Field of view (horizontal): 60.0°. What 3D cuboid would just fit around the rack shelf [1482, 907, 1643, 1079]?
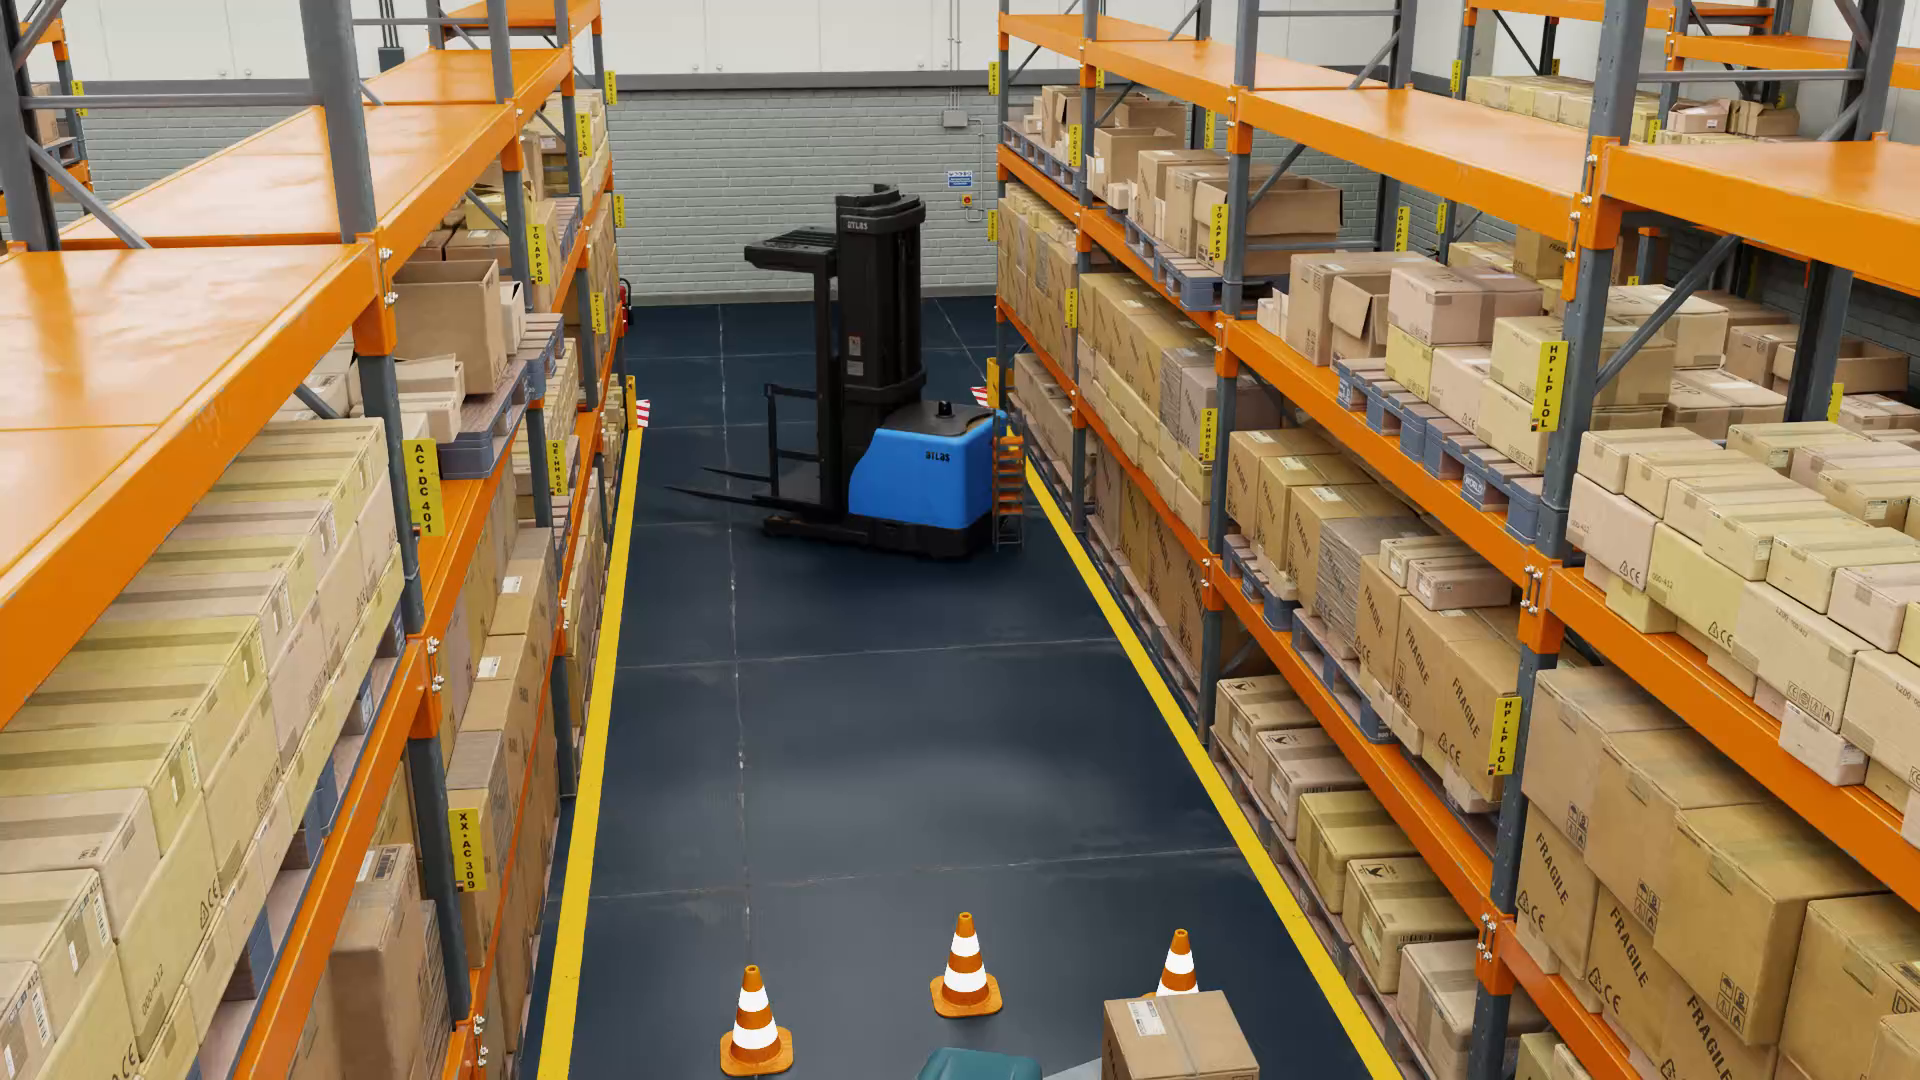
[{"bbox_3d":[2.913,2.293,4.893,1.077,0.370,4.000,-3,21,-8],"label":"rack shelf"}]

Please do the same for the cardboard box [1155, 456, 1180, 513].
[{"bbox_3d":[1.629,-0.390,11.261,0.500,0.250,0.500,-3,21,-7],"label":"cardboard box"}]

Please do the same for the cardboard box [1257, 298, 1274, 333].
[{"bbox_3d":[1.926,-1.292,9.534,0.380,0.149,0.250,-3,21,-8],"label":"cardboard box"}]

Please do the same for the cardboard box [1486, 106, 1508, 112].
[{"bbox_3d":[5.694,-4.275,16.952,0.500,0.250,0.500,-3,21,-7],"label":"cardboard box"}]

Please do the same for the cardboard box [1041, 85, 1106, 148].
[{"bbox_3d":[1.037,-3.882,15.223,0.500,0.500,0.500,-3,21,-7],"label":"cardboard box"}]

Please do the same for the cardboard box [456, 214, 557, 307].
[{"bbox_3d":[-2.734,-1.673,10.053,0.500,0.500,0.500,-3,21,-8],"label":"cardboard box"}]

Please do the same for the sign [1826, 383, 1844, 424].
[{"bbox_3d":[3.161,-0.414,6.087,0.100,0.325,0.005,-3,21,-8],"label":"sign"}]

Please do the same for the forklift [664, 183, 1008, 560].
[{"bbox_3d":[-1.143,-1.536,14.215,3.031,2.935,1.130,9,22,22],"label":"forklift"}]

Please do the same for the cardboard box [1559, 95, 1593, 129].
[{"bbox_3d":[5.925,-3.981,15.449,0.500,0.250,0.500,-3,21,-7],"label":"cardboard box"}]

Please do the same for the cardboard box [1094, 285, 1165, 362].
[{"bbox_3d":[1.351,-1.680,12.931,0.500,0.500,0.500,-3,21,-8],"label":"cardboard box"}]

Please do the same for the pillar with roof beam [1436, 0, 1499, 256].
[{"bbox_3d":[2.050,-6.716,19.410,9.100,9.000,0.400,-3,21,-8],"label":"pillar with roof beam"}]

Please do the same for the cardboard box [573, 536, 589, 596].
[{"bbox_3d":[-2.827,0.187,11.403,0.500,0.250,0.500,-3,21,-7],"label":"cardboard box"}]

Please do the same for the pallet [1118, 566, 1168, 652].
[{"bbox_3d":[1.837,0.486,12.687,1.003,0.211,1.213,-3,21,-8],"label":"pallet"}]

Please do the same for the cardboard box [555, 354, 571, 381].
[{"bbox_3d":[-3.086,-1.268,12.307,0.380,0.149,0.250,-4,21,-9],"label":"cardboard box"}]

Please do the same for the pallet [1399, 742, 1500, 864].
[{"bbox_3d":[2.659,1.081,7.383,1.003,0.211,1.213,-3,21,-8],"label":"pallet"}]

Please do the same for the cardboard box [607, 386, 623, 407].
[{"bbox_3d":[-3.519,-1.403,16.385,0.380,0.149,0.250,-3,21,-9],"label":"cardboard box"}]

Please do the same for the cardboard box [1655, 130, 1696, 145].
[{"bbox_3d":[5.992,-3.303,13.751,0.380,0.149,0.250,-2,21,-6],"label":"cardboard box"}]

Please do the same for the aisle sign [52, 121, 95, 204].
[{"bbox_3d":[-8.625,-3.650,16.060,0.394,0.787,0.004,-3,21,-8],"label":"aisle sign"}]

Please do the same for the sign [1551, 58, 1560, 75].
[{"bbox_3d":[6.358,-4.984,17.796,0.100,0.325,0.005,-3,21,-8],"label":"sign"}]

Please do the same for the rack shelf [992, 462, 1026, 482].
[{"bbox_3d":[0.409,-0.565,13.872,0.258,0.103,0.180,-3,21,-8],"label":"rack shelf"}]

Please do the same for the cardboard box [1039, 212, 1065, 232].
[{"bbox_3d":[0.940,-2.947,15.394,0.380,0.149,0.250,-3,21,-8],"label":"cardboard box"}]

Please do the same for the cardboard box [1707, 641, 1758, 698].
[{"bbox_3d":[2.551,0.358,5.116,0.380,0.149,0.250,-2,21,-6],"label":"cardboard box"}]

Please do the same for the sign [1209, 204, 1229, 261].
[{"bbox_3d":[1.498,-1.781,9.633,0.100,0.325,0.005,-3,21,-8],"label":"sign"}]

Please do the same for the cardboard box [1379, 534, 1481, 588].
[{"bbox_3d":[2.160,0.096,7.651,0.380,0.149,0.250,-4,21,-10],"label":"cardboard box"}]

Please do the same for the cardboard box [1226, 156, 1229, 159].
[{"bbox_3d":[1.807,-2.772,12.666,0.500,0.311,0.500,-3,21,-8],"label":"cardboard box"}]

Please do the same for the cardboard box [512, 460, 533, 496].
[{"bbox_3d":[-2.711,-0.366,9.892,0.380,0.149,0.250,-3,21,-8],"label":"cardboard box"}]

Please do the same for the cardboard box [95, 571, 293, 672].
[{"bbox_3d":[-1.709,0.191,3.682,0.380,0.149,0.250,-3,21,-8],"label":"cardboard box"}]

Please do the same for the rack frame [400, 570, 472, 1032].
[{"bbox_3d":[-2.259,1.548,5.859,1.000,3.000,0.127,-3,21,-8],"label":"rack frame"}]

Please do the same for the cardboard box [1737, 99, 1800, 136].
[{"bbox_3d":[6.566,-3.431,13.500,0.396,0.266,0.258,-3,21,-8],"label":"cardboard box"}]

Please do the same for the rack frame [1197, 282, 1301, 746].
[{"bbox_3d":[2.048,-0.122,10.330,1.000,3.000,0.127,-3,21,-8],"label":"rack frame"}]

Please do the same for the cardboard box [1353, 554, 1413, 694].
[{"bbox_3d":[2.190,0.381,7.814,0.500,0.500,0.500,-2,21,-6],"label":"cardboard box"}]

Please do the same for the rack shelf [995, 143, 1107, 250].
[{"bbox_3d":[1.183,-3.267,15.493,1.077,0.370,4.000,-3,21,-8],"label":"rack shelf"}]

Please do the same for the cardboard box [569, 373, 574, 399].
[{"bbox_3d":[-3.087,-1.136,12.377,0.380,0.149,0.250,-2,21,-5],"label":"cardboard box"}]

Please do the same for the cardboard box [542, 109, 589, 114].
[{"bbox_3d":[-3.407,-3.638,14.388,0.380,0.149,0.250,-4,21,-9],"label":"cardboard box"}]

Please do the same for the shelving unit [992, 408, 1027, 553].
[{"bbox_3d":[0.409,-0.494,13.898,0.258,1.200,0.189,-3,21,-8],"label":"shelving unit"}]

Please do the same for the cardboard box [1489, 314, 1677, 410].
[{"bbox_3d":[2.415,-0.697,6.482,0.500,0.250,0.500,-2,21,-7],"label":"cardboard box"}]

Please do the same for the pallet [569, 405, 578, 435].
[{"bbox_3d":[-3.446,-0.860,12.581,1.003,0.211,1.213,-3,21,-8],"label":"pallet"}]

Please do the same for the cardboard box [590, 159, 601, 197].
[{"bbox_3d":[-3.355,-3.085,14.190,0.500,0.250,0.500,-2,21,-5],"label":"cardboard box"}]

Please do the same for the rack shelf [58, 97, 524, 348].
[{"bbox_3d":[-2.547,-1.431,6.860,1.077,0.370,4.000,-3,21,-8],"label":"rack shelf"}]

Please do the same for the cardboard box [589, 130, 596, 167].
[{"bbox_3d":[-3.370,-3.318,14.099,0.500,0.250,0.500,-3,21,-7],"label":"cardboard box"}]

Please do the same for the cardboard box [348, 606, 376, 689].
[{"bbox_3d":[-1.815,0.303,4.520,0.380,0.149,0.250,-3,21,-7],"label":"cardboard box"}]

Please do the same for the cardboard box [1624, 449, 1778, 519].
[{"bbox_3d":[2.414,-0.184,5.428,0.380,0.149,0.250,-2,21,-6],"label":"cardboard box"}]

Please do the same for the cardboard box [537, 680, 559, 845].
[{"bbox_3d":[-2.837,1.235,9.311,1.050,0.750,0.750,-3,21,-8],"label":"cardboard box"}]

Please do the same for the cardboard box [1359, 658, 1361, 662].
[{"bbox_3d":[2.208,0.569,8.238,0.380,0.149,0.250,-4,21,-10],"label":"cardboard box"}]

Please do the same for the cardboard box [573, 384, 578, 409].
[{"bbox_3d":[-3.121,-1.084,12.664,0.380,0.149,0.250,-3,21,-7],"label":"cardboard box"}]

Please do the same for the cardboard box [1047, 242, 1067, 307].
[{"bbox_3d":[1.065,-2.348,14.717,0.500,0.500,0.500,-3,21,-9],"label":"cardboard box"}]

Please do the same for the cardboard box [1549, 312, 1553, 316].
[{"bbox_3d":[5.891,-2.095,15.973,0.380,0.149,0.250,-3,21,-9],"label":"cardboard box"}]

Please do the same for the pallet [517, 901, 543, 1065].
[{"bbox_3d":[-2.624,2.167,8.186,1.003,0.211,1.213,-3,21,-8],"label":"pallet"}]

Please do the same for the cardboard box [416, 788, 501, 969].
[{"bbox_3d":[-2.068,1.305,6.366,0.500,0.500,0.500,-3,21,-7],"label":"cardboard box"}]

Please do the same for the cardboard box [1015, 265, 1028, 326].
[{"bbox_3d":[0.836,-2.407,16.305,0.500,0.500,0.500,-3,21,-8],"label":"cardboard box"}]

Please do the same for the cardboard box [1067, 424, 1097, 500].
[{"bbox_3d":[1.487,-0.726,15.009,0.875,0.438,0.875,-3,21,-9],"label":"cardboard box"}]

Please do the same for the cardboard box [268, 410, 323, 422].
[{"bbox_3d":[-2.519,-0.267,5.903,0.500,0.250,0.500,-3,21,-7],"label":"cardboard box"}]

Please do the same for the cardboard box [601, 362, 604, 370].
[{"bbox_3d":[-3.335,-1.579,14.591,0.380,0.149,0.250,-3,21,-7],"label":"cardboard box"}]

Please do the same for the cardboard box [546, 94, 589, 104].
[{"bbox_3d":[-3.674,-4.084,15.580,0.380,0.149,0.250,-4,21,-9],"label":"cardboard box"}]

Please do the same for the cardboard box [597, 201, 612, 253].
[{"bbox_3d":[-3.604,-2.940,15.879,0.500,0.500,0.500,-4,21,-10],"label":"cardboard box"}]

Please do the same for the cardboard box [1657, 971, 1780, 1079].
[{"bbox_3d":[2.567,1.590,5.177,0.500,0.500,0.500,-3,21,-8],"label":"cardboard box"}]

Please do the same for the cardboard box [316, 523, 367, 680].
[{"bbox_3d":[-1.861,0.162,4.327,0.500,0.250,0.500,-3,21,-8],"label":"cardboard box"}]
